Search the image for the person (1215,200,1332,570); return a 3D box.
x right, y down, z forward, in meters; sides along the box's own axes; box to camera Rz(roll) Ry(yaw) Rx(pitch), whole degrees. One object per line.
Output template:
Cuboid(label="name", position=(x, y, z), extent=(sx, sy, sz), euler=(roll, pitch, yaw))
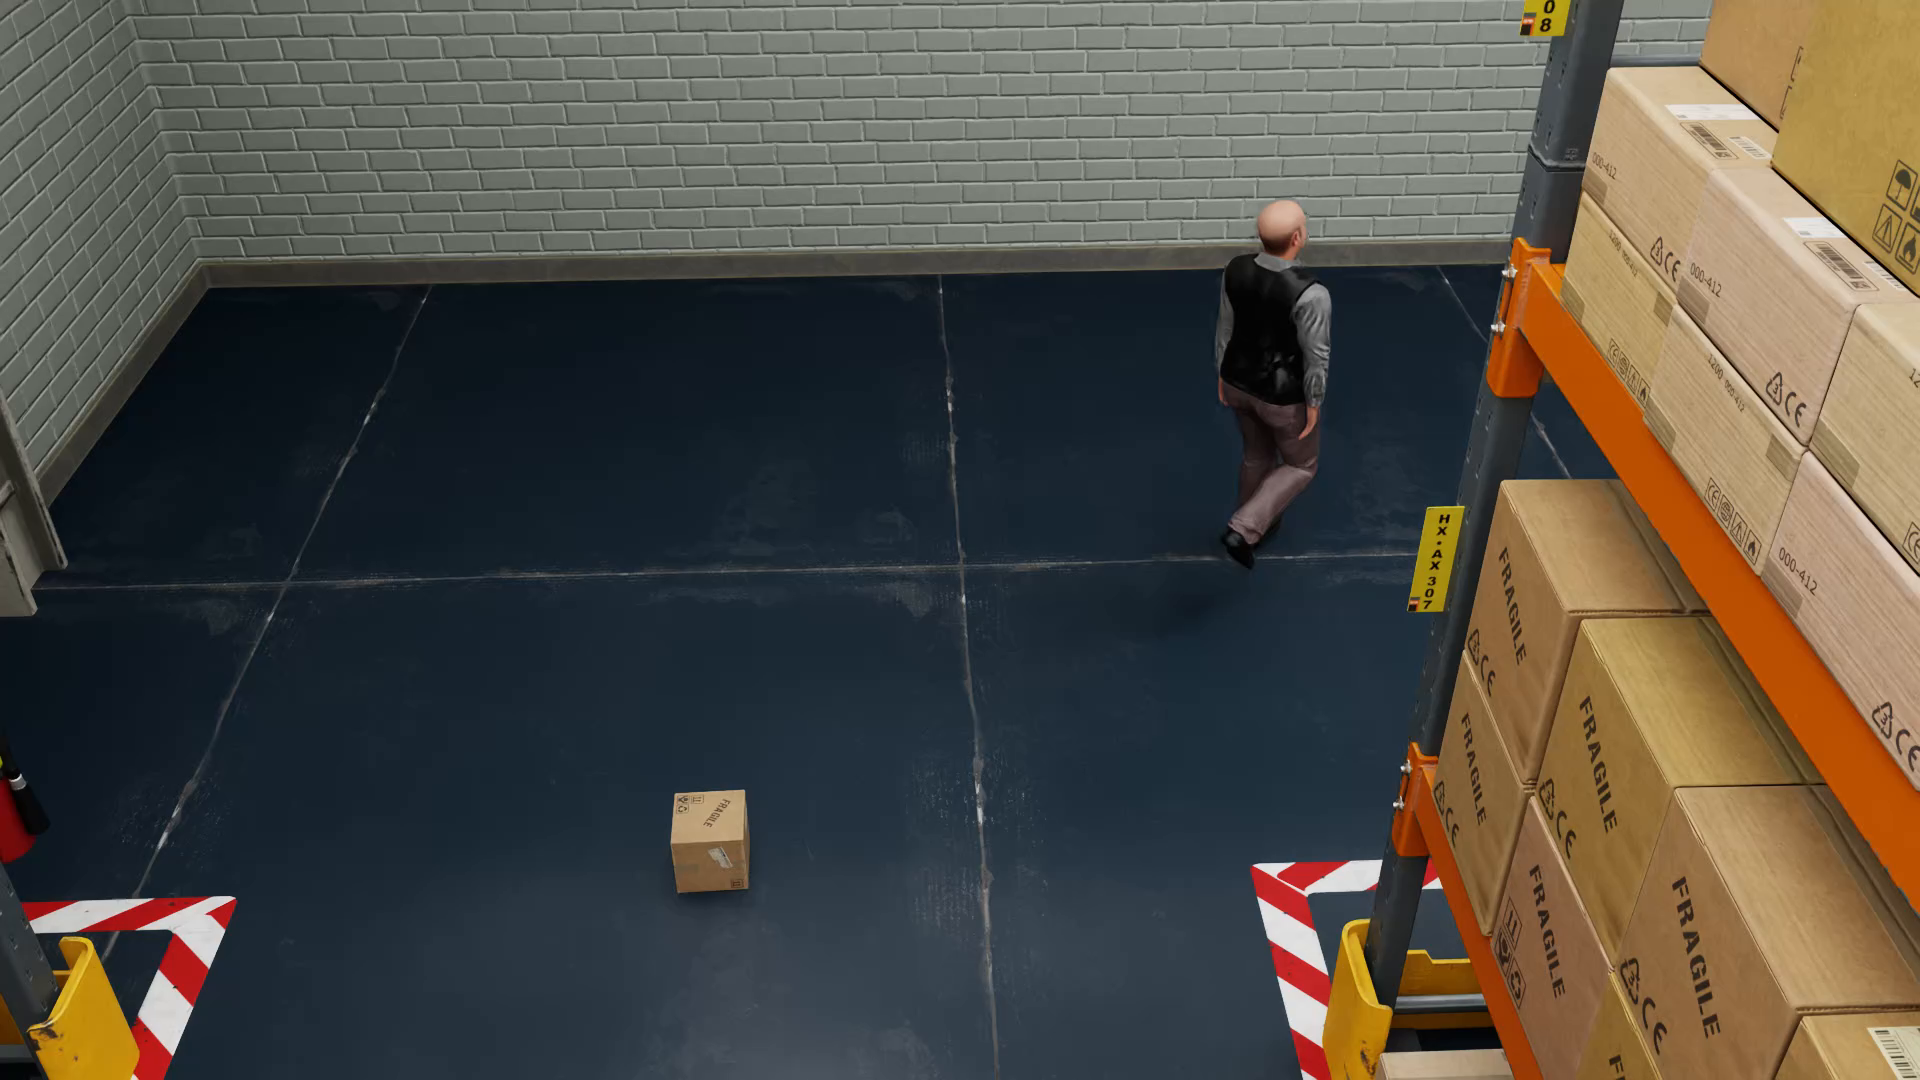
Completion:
Cuboid(label="person", position=(1.306, -0.630, 7.039), extent=(0.541, 1.705, 0.658), euler=(29, 44, 35))
